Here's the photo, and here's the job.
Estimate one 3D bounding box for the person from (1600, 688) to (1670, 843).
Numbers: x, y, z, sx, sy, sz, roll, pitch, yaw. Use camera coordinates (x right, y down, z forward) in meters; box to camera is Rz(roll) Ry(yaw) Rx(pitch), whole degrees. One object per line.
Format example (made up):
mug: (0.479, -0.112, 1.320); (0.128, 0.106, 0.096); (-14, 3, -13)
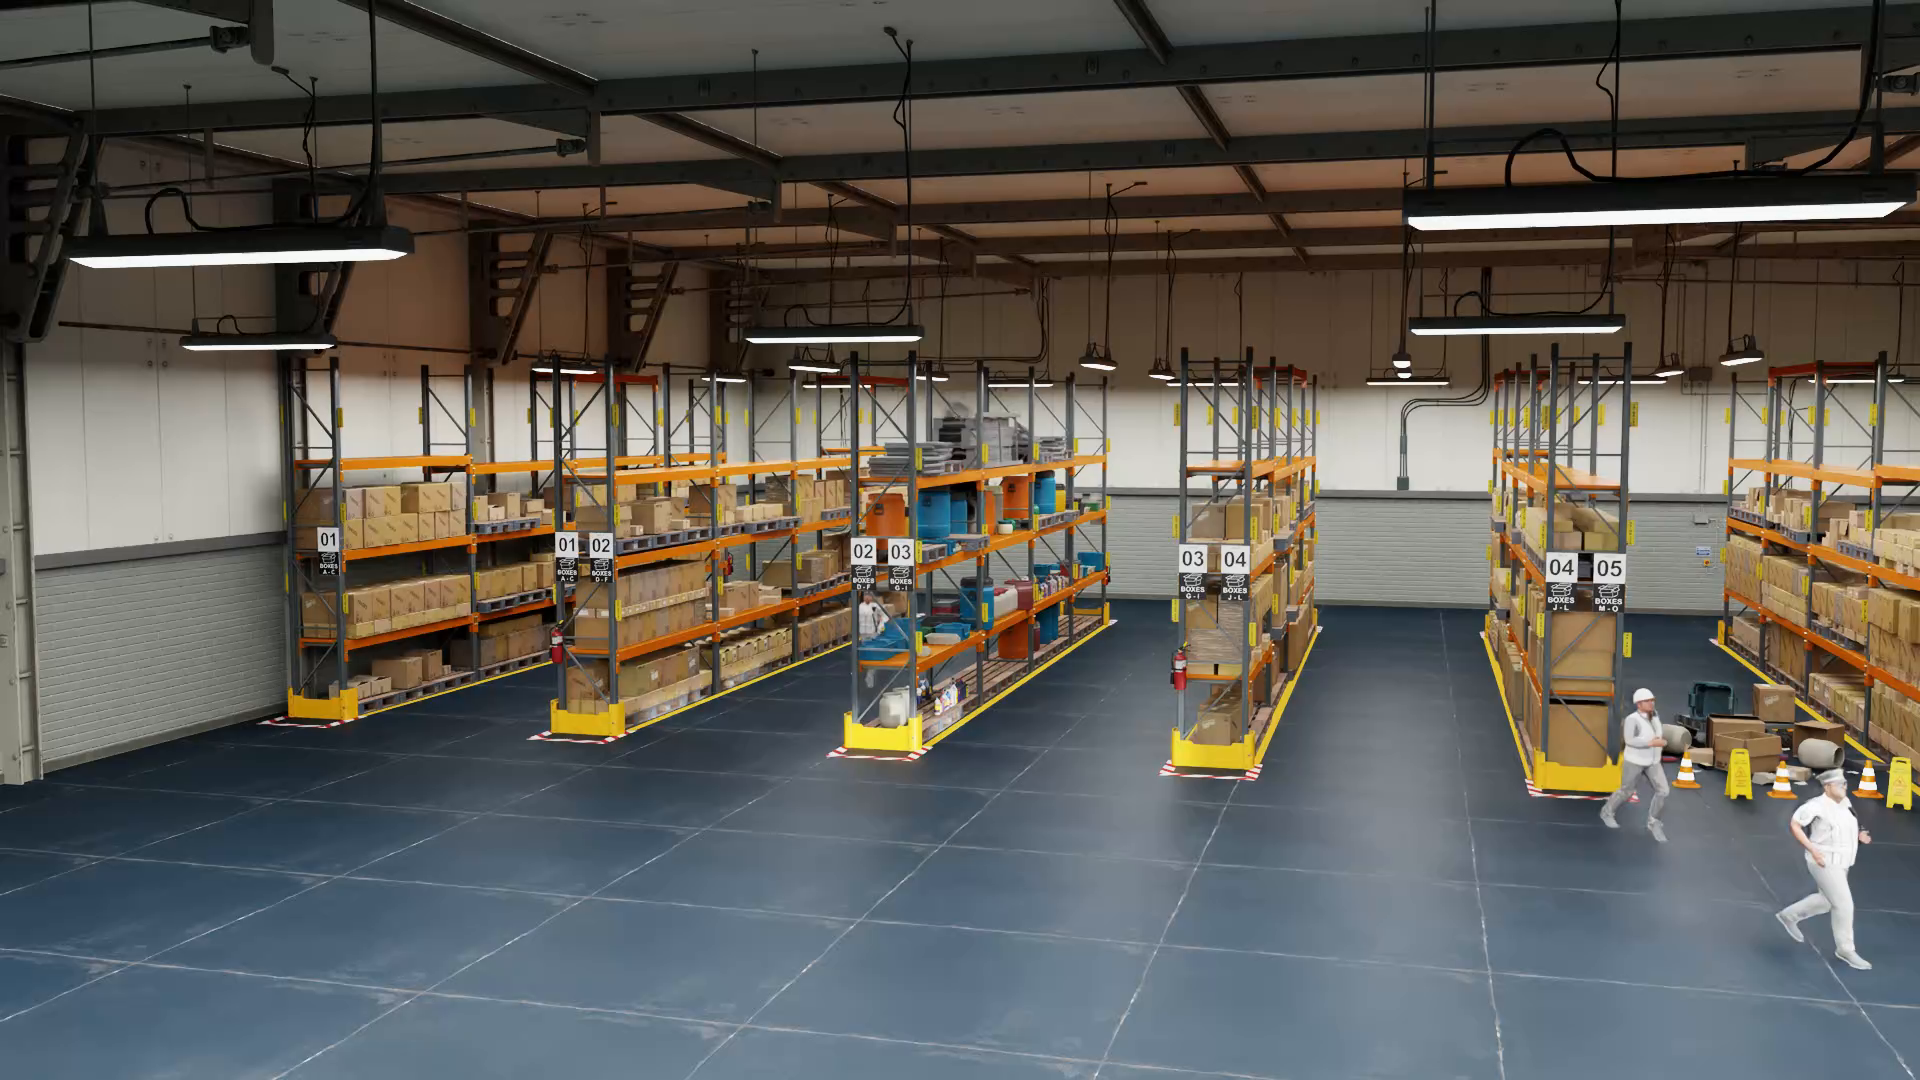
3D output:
person: (8.122, 2.664, 19.862); (0.664, 1.823, 0.900); (-2, 5, -22)

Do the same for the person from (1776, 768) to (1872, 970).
person: (8.055, 2.986, 15.441); (0.647, 1.803, 0.911); (-3, 5, -36)

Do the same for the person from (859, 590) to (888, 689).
person: (-1.624, 1.723, 29.480); (0.592, 1.788, 0.666); (1, 4, 16)
